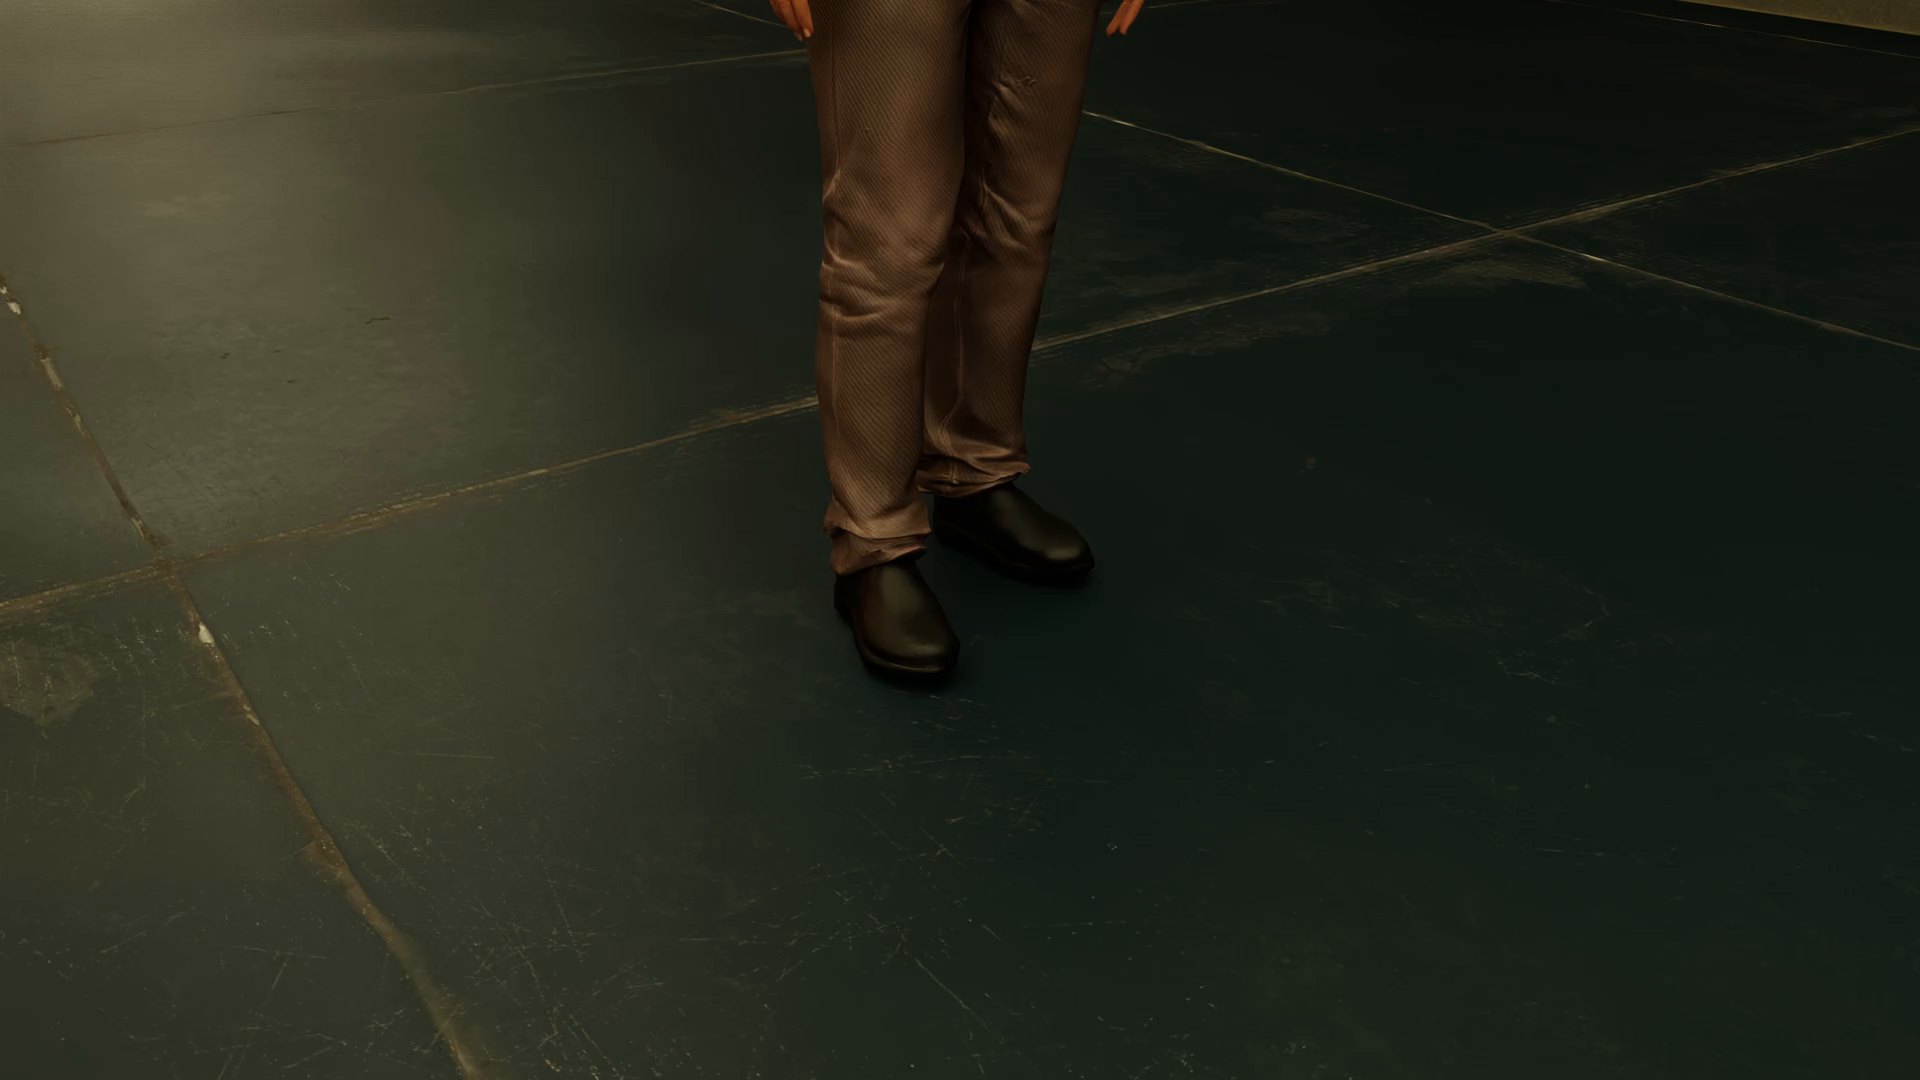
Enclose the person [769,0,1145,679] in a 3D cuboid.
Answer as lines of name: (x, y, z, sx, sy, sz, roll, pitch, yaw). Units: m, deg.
person: (0.028, -0.751, 2.061, 0.632, 1.720, 0.568, -17, 31, -31)
